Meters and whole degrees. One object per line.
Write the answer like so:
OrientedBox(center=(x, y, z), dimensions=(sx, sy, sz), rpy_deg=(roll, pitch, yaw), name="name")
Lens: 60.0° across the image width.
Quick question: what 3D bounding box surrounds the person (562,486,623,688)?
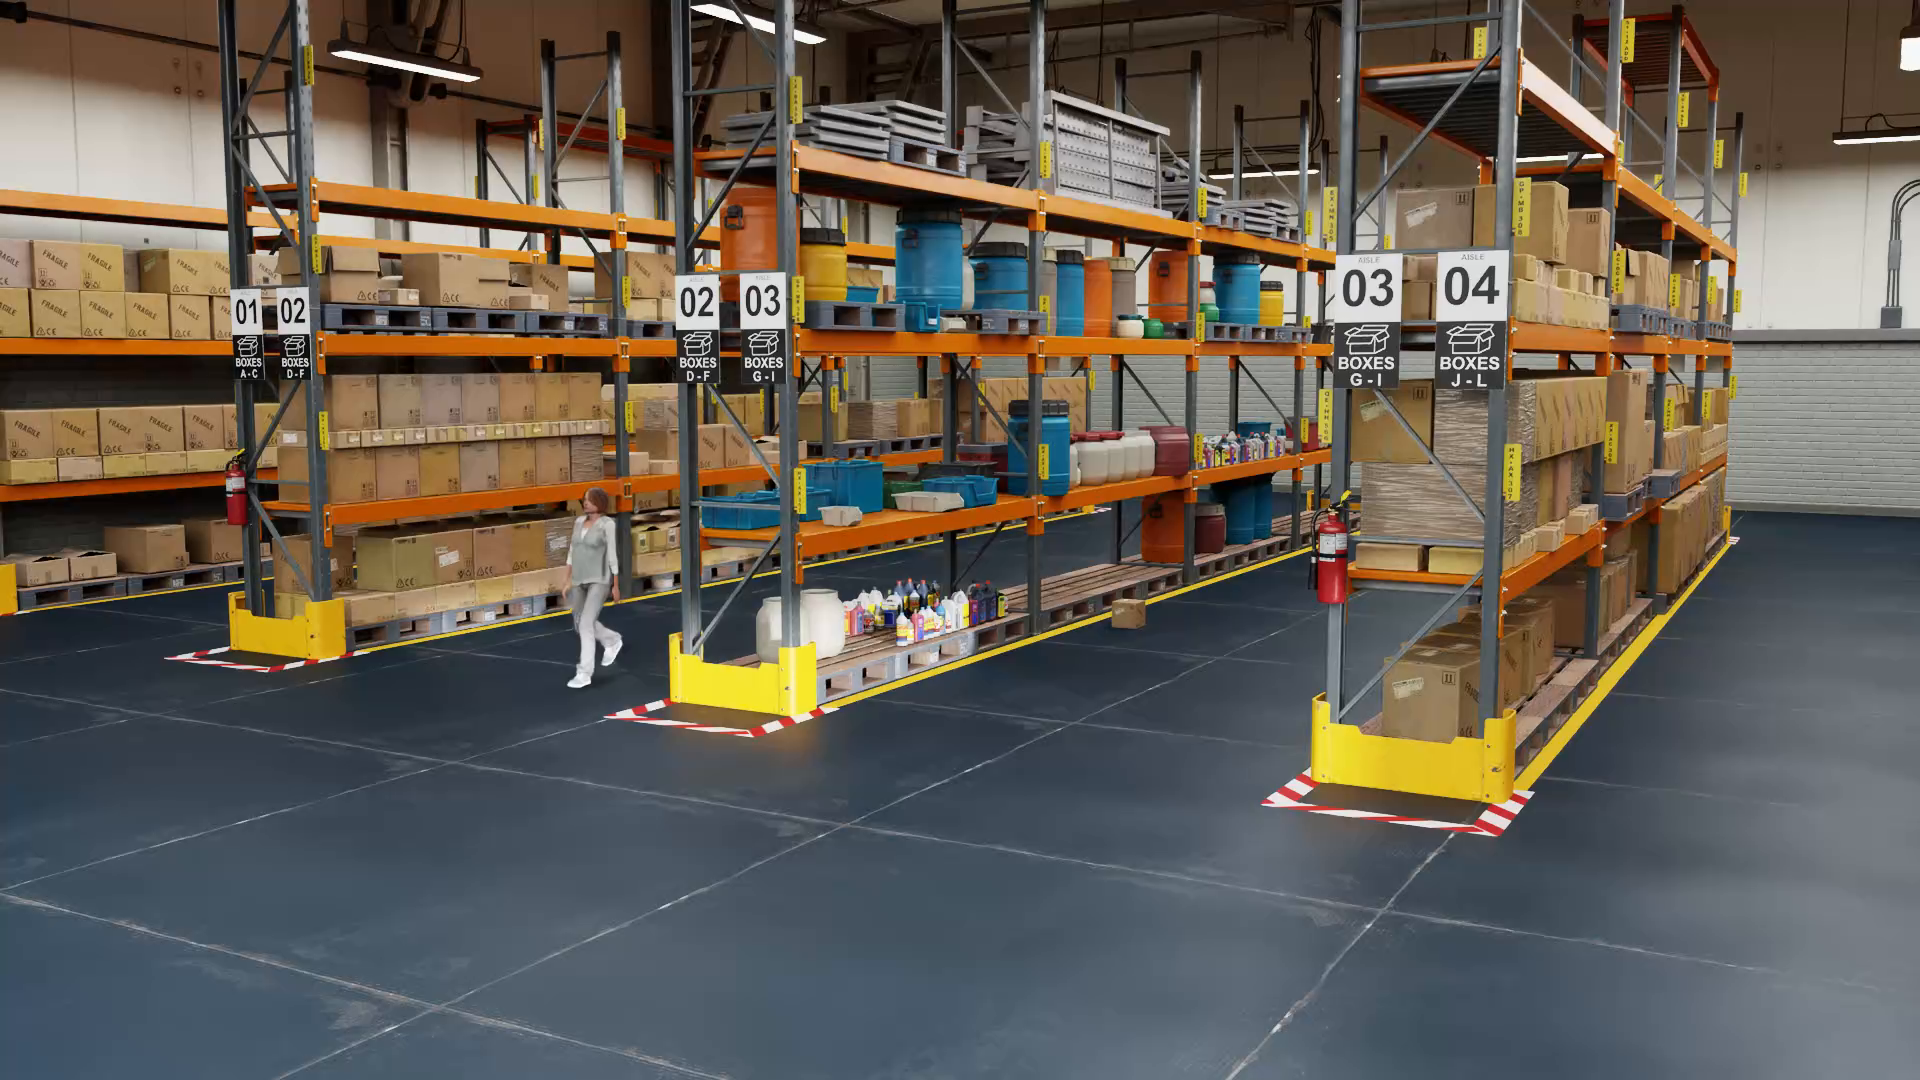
OrientedBox(center=(-2.923, 0.347, 13.286), dimensions=(0.424, 1.562, 0.813), rpy_deg=(3, 7, 28), name="person")
